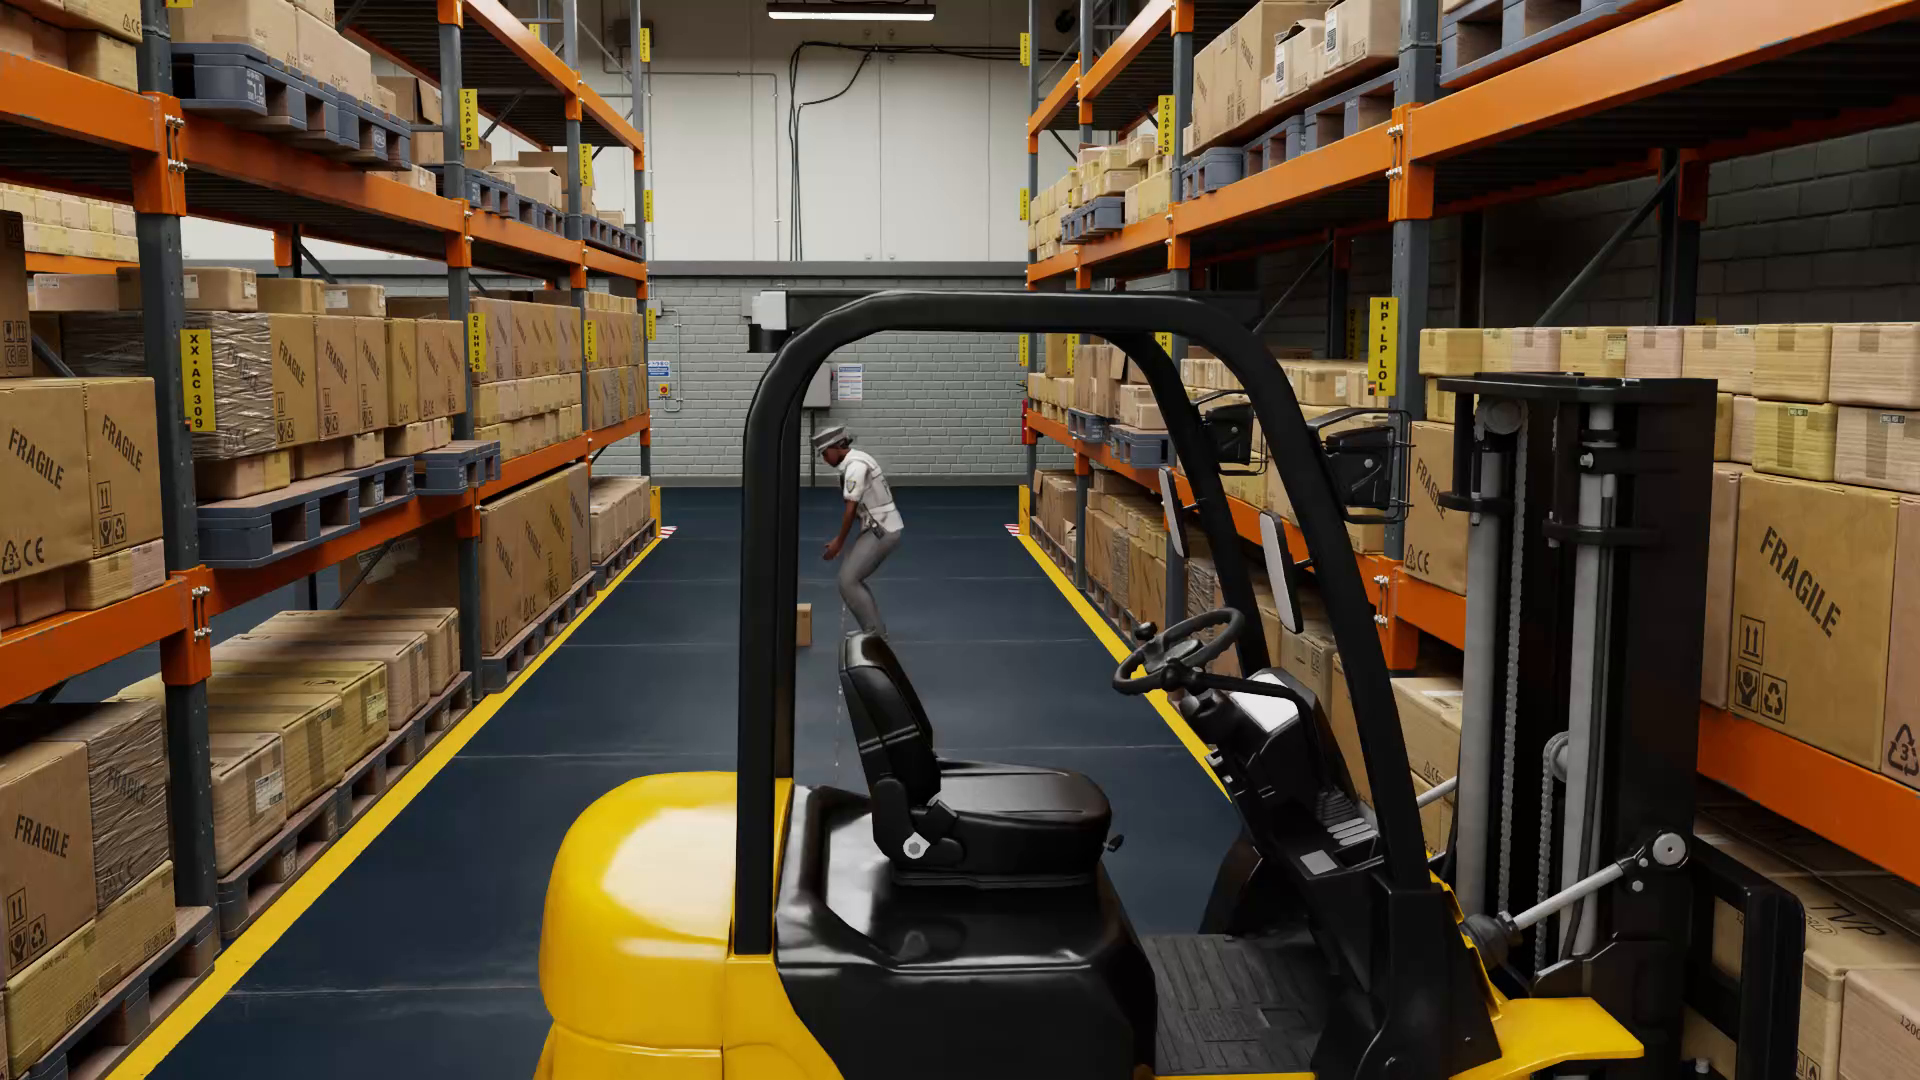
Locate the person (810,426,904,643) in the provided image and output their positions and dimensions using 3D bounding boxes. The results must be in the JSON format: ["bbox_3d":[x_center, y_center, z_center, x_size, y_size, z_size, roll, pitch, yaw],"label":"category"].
[{"bbox_3d":[-0.693,-0.027,11.256,0.628,1.487,0.490,0,7,-2],"label":"person"}]
